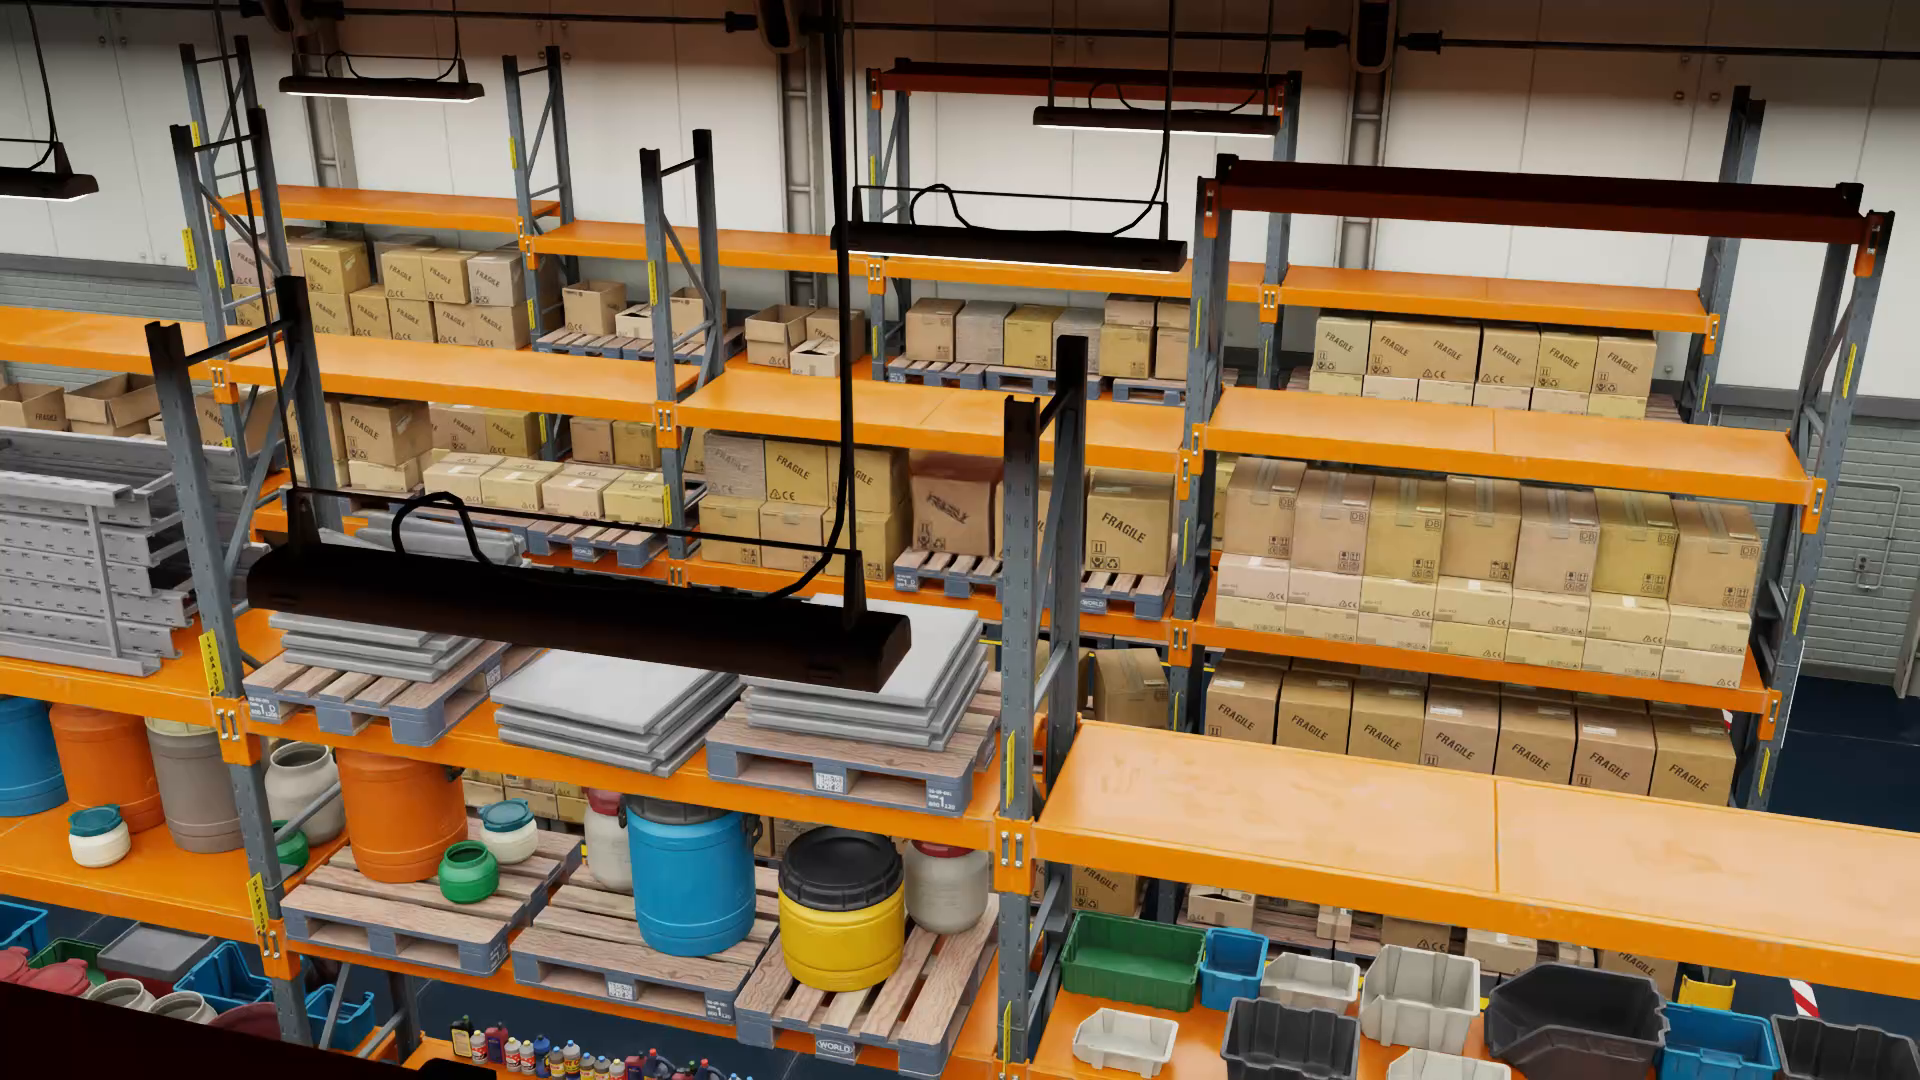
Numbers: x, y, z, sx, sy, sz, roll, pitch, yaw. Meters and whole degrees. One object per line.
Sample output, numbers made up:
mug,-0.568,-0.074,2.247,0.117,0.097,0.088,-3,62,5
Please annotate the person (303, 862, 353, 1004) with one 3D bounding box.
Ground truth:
person,-4.632,2.693,12.041,0.478,1.712,0.566,10,25,24
